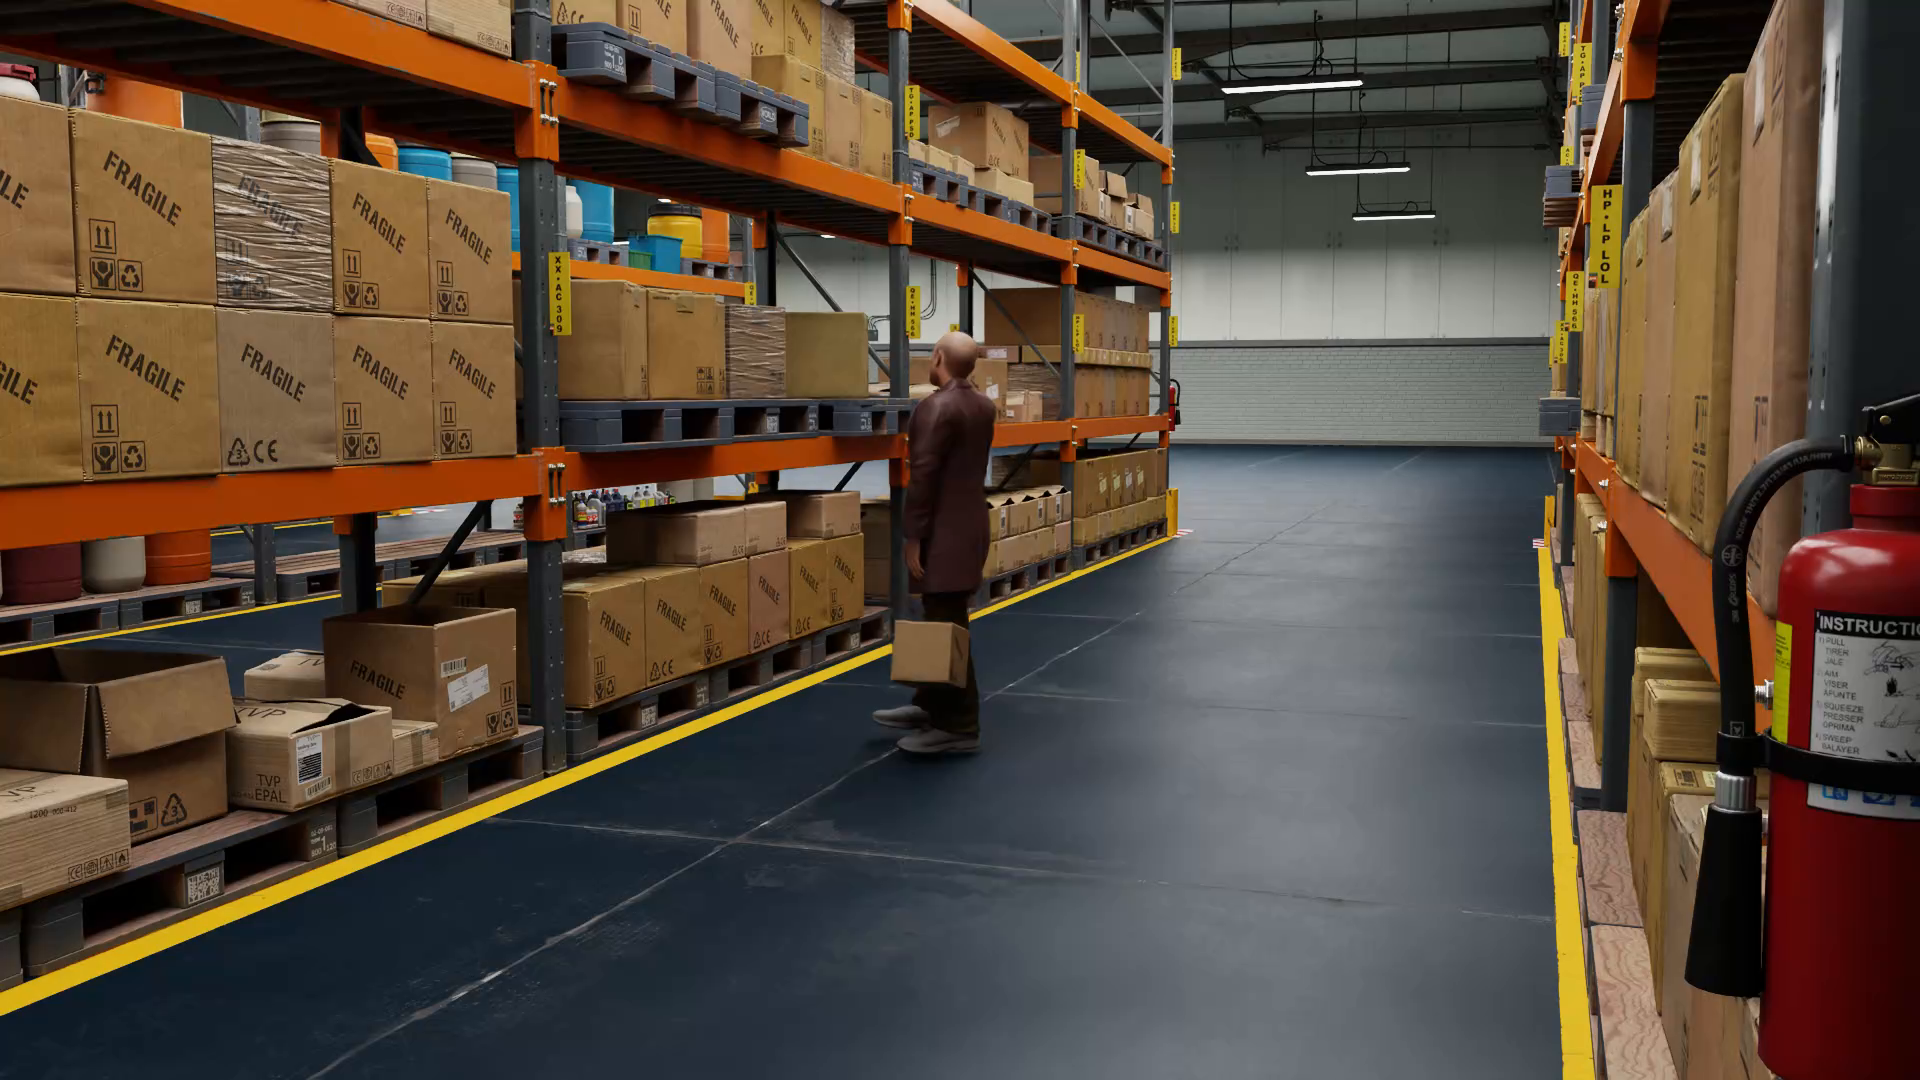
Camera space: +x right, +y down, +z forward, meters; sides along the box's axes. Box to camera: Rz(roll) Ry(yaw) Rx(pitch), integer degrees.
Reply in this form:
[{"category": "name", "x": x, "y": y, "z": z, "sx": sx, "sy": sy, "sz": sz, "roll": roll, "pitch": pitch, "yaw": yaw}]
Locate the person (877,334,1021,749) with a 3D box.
[{"category": "person", "x": -0.057, "y": -0.010, "z": 7.280, "sx": 0.642, "sy": 1.769, "sz": 0.694, "roll": -3, "pitch": 6, "yaw": -28}]
